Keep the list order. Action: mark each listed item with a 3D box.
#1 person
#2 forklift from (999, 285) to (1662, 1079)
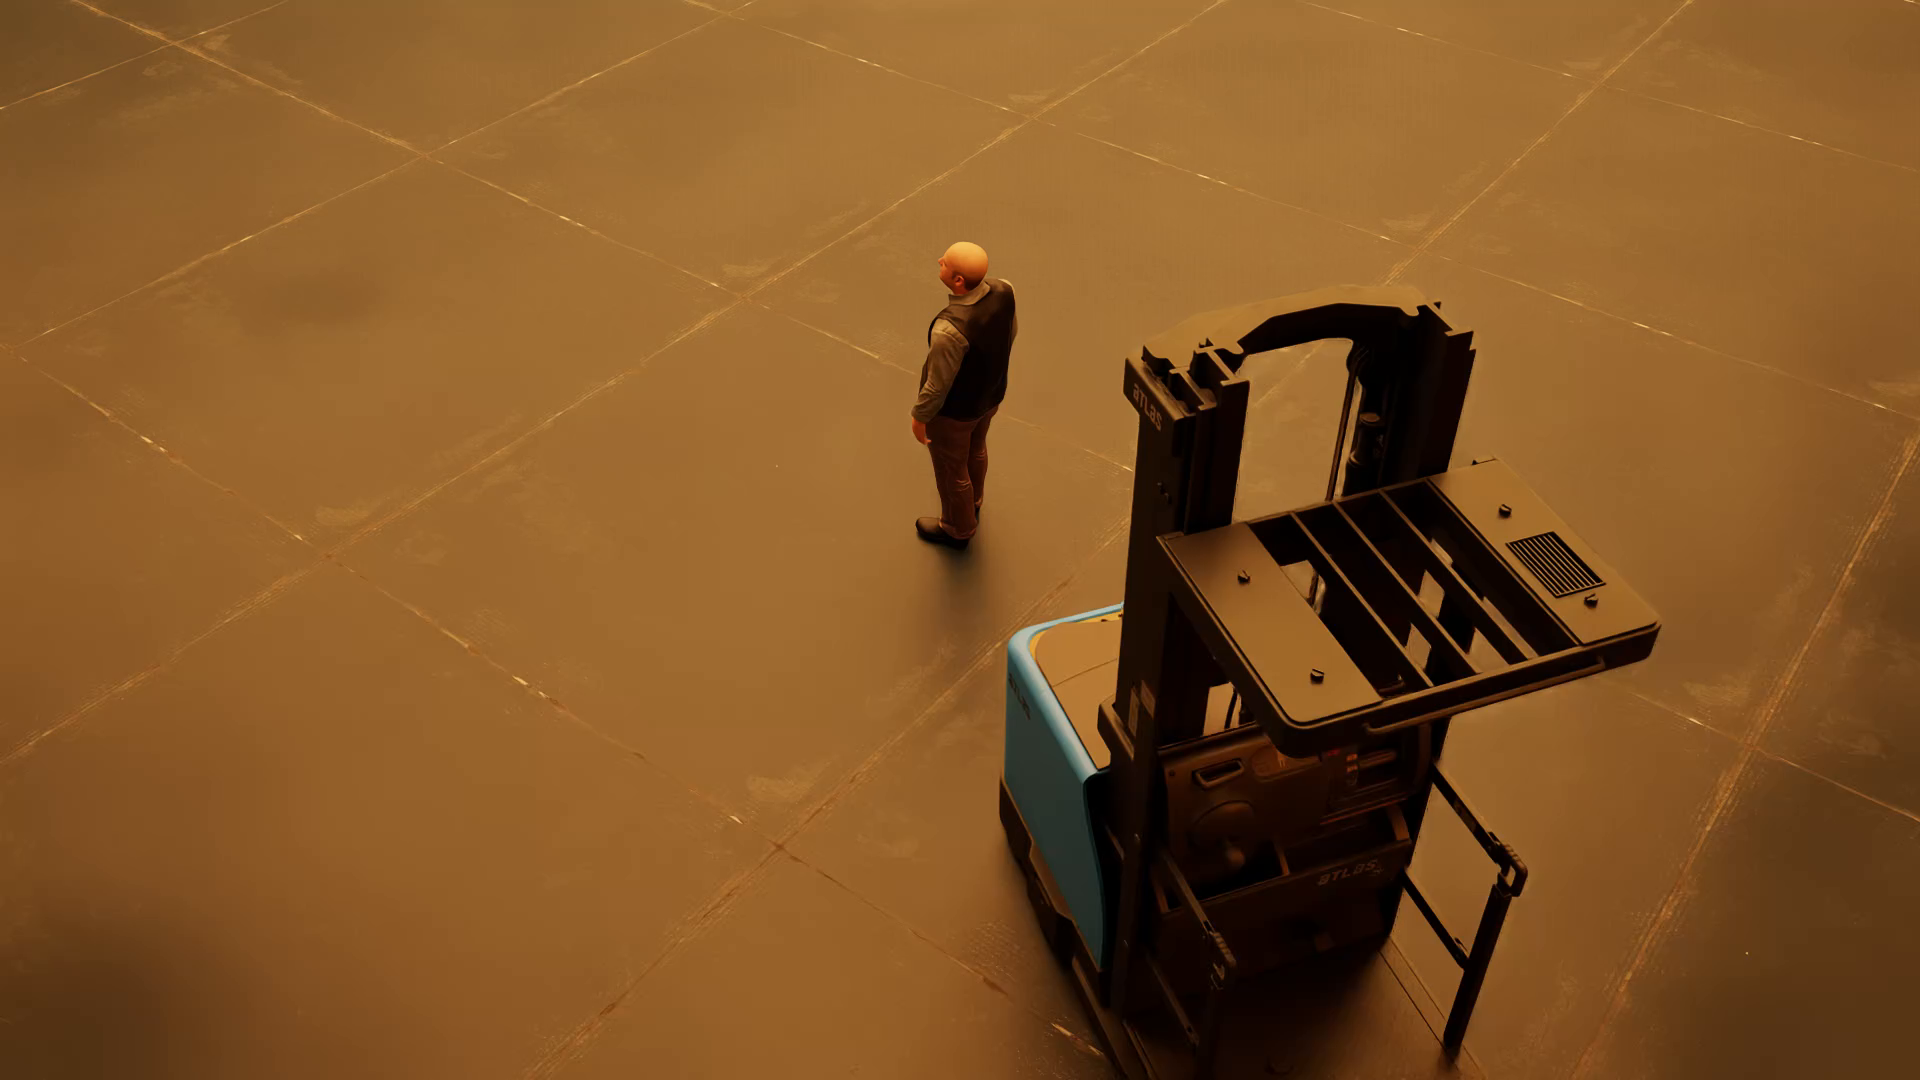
[{"bbox_3d":[-0.044,-0.689,7.804,0.568,1.720,0.632,26,47,28],"label":"person"},{"bbox_3d":[1.144,0.839,5.091,1.130,2.935,3.031,-13,42,-15],"label":"forklift"}]
